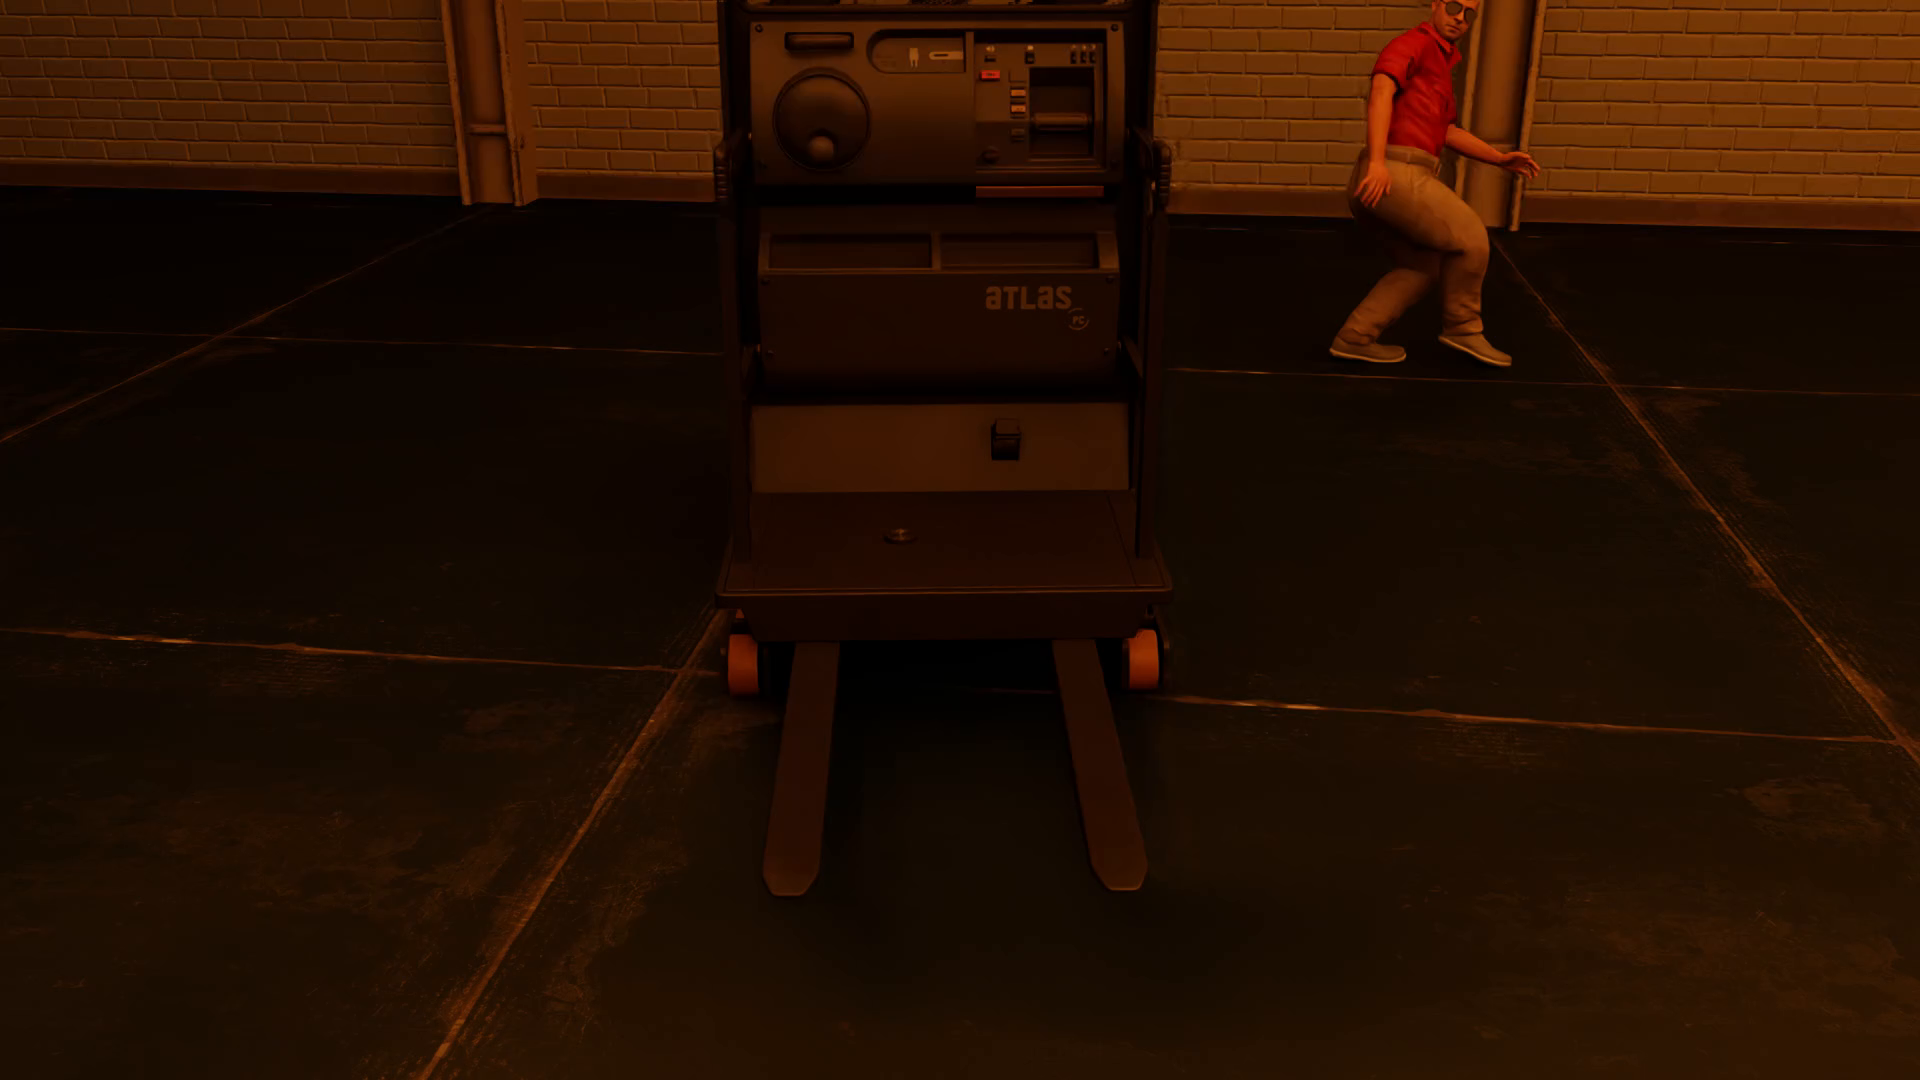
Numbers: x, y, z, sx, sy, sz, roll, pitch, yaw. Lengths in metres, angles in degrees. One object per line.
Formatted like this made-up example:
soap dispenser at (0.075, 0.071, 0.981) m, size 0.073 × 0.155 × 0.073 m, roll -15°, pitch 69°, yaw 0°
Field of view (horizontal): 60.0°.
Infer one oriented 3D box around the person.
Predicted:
person at (1.940, -1.429, 6.676) m, size 0.797 × 1.560 × 0.774 m, roll 2°, pitch 22°, yaw 5°

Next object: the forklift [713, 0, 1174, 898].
forklift at (-0.047, -1.082, 3.941) m, size 1.130 × 2.935 × 3.031 m, roll -1°, pitch 22°, yaw -1°
